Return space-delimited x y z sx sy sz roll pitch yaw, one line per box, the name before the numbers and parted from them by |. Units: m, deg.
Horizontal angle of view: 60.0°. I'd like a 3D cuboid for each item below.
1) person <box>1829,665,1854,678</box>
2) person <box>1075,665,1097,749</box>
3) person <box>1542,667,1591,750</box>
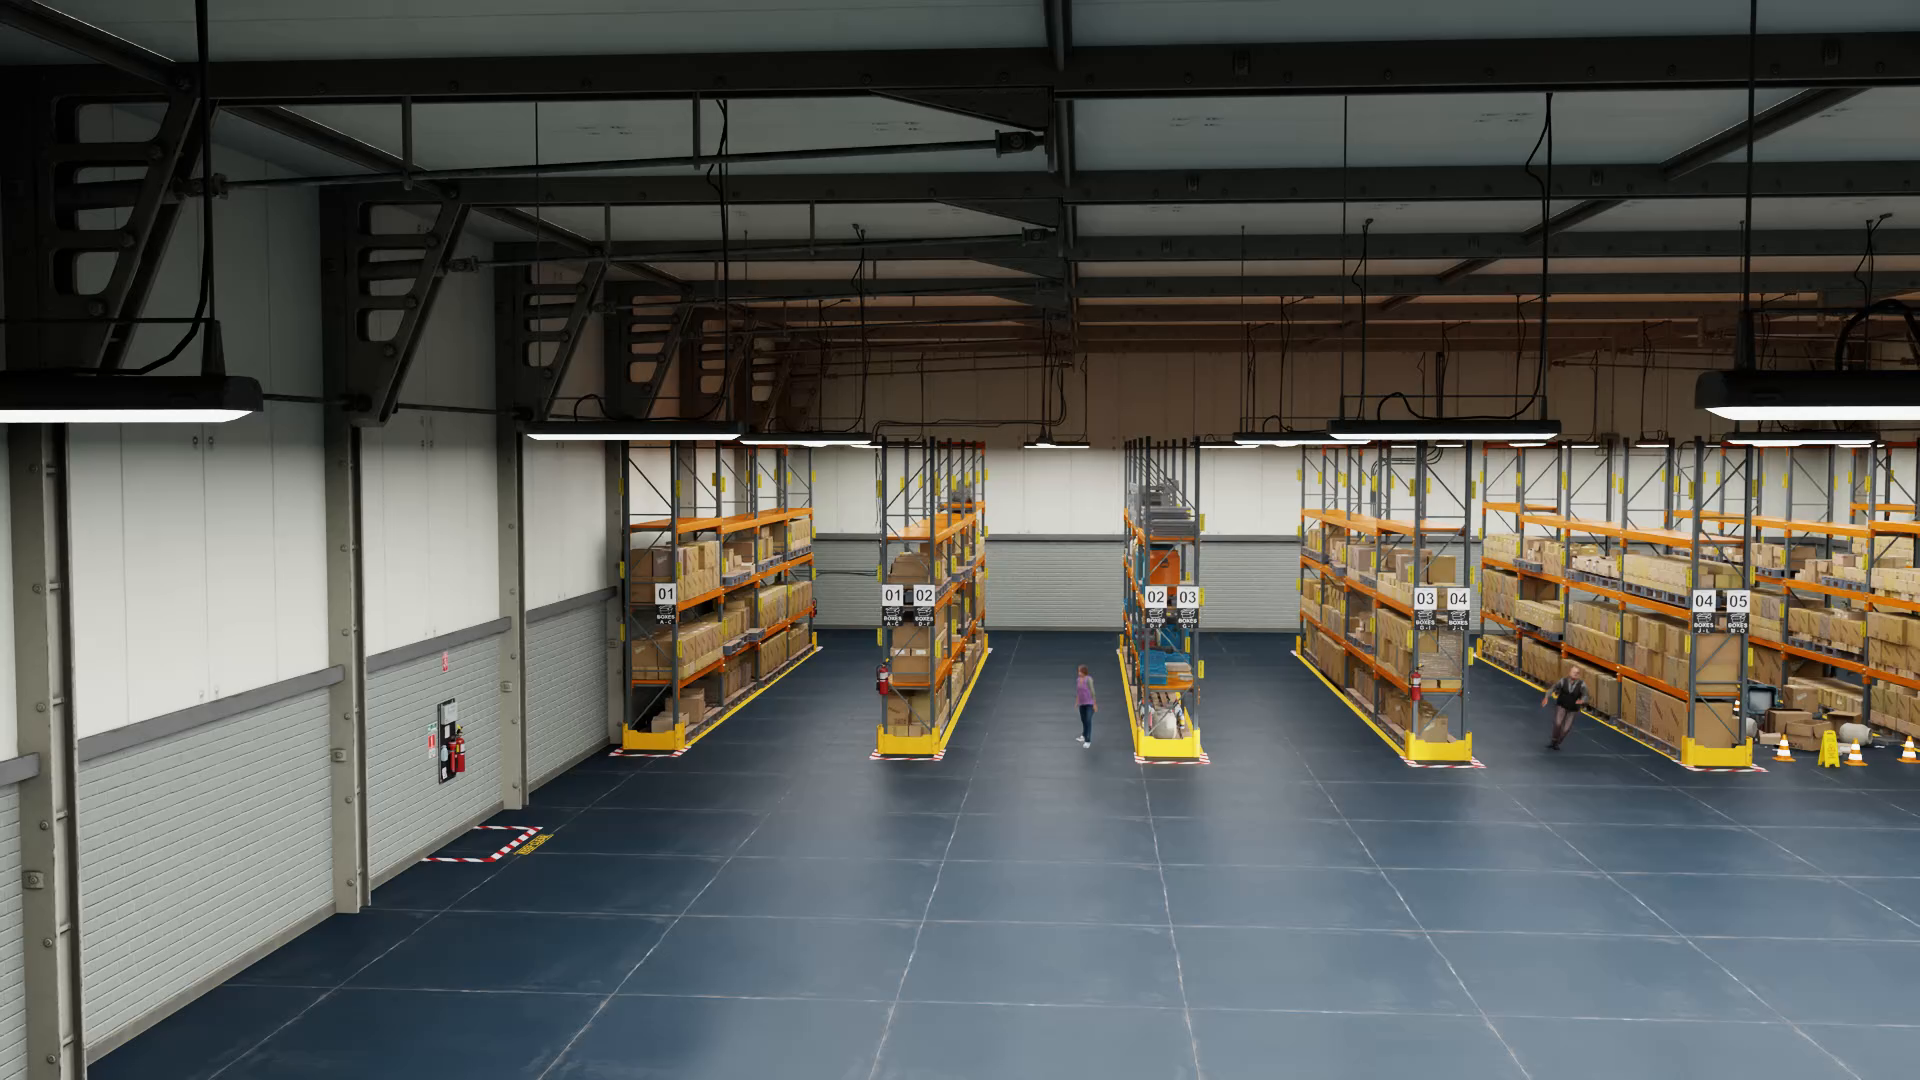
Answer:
person | 22.050 2.684 41.607 0.575 1.648 0.850 -1 3 -10
person | 2.453 3.217 32.347 0.657 1.587 0.685 -3 4 -44
person | 11.578 3.223 31.700 0.829 1.618 0.676 1 3 10
